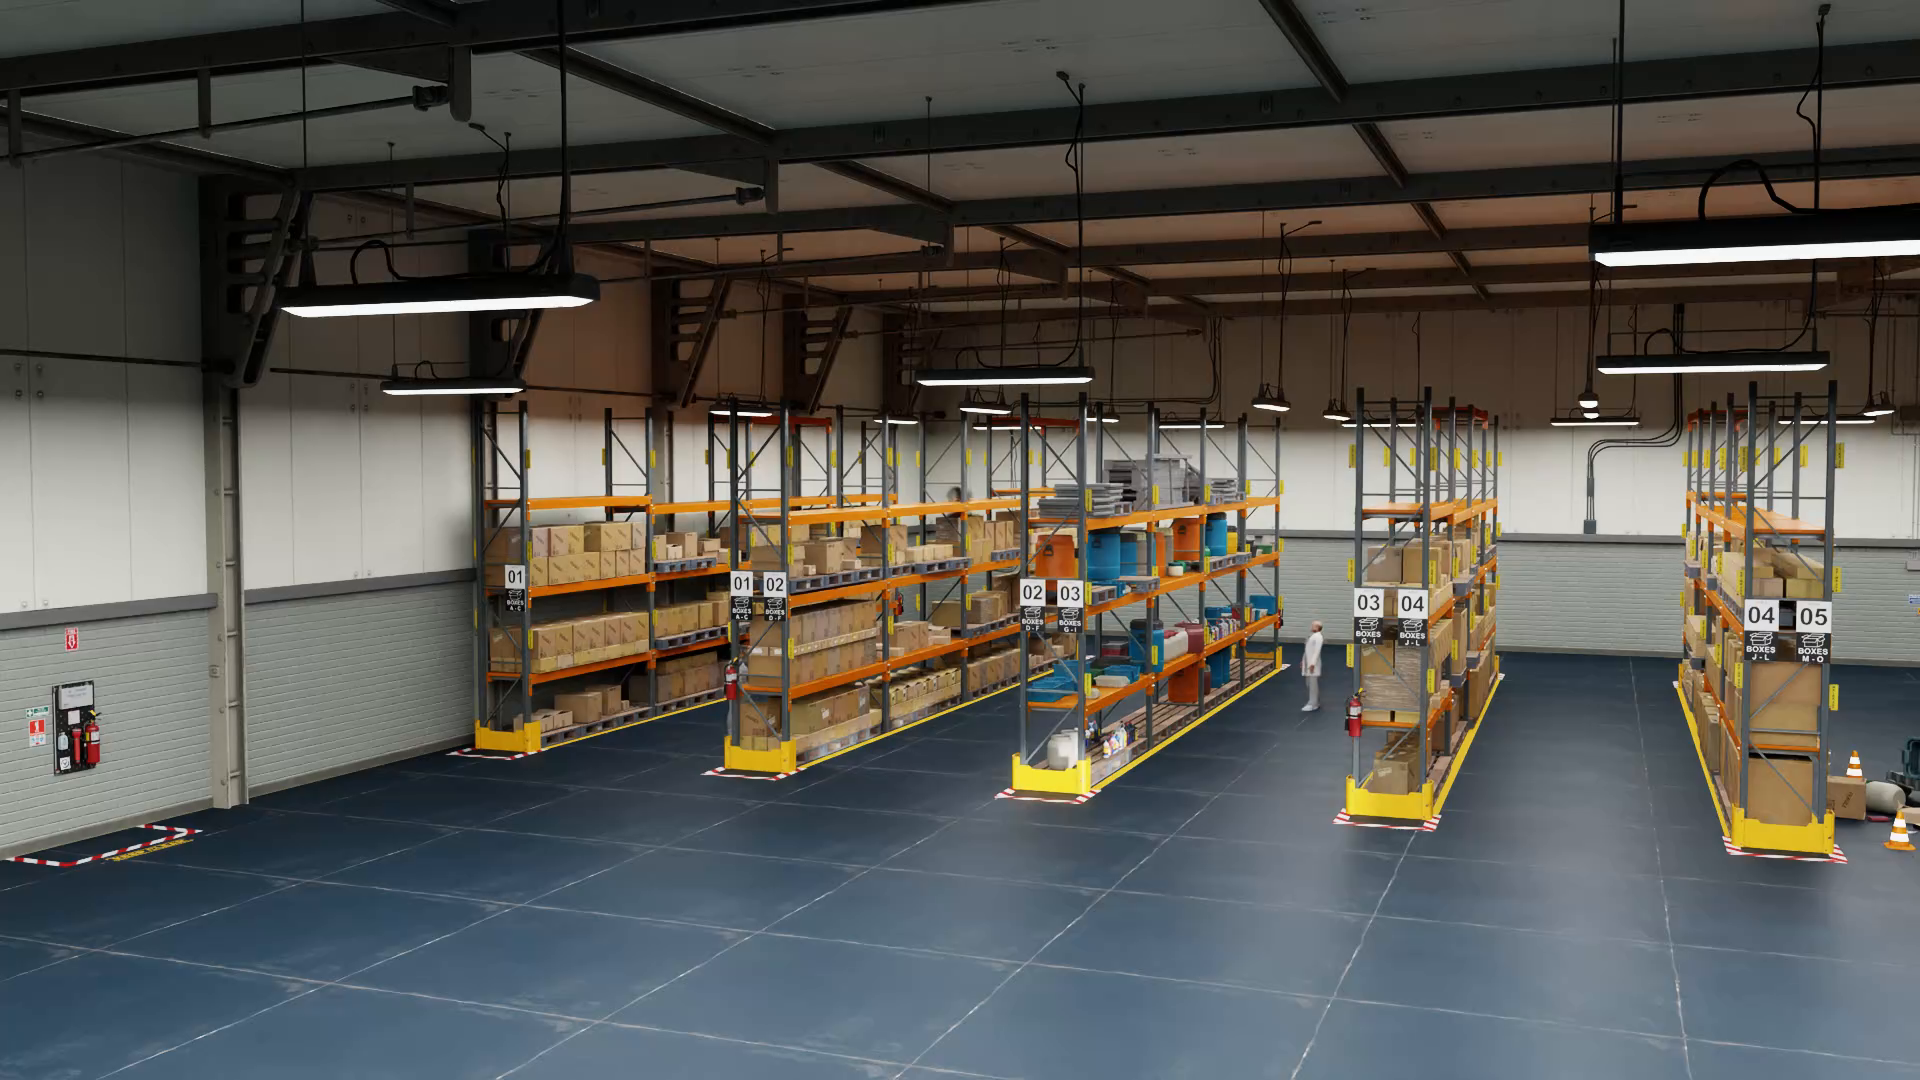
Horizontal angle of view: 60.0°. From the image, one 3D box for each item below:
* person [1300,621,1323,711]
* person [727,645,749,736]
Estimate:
[{"bbox_3d":[7.047,2.511,33.321,0.574,1.775,0.595,-1,3,-22],"label":"person"},{"bbox_3d":[-3.977,2.712,29.803,0.357,1.686,0.504,1,3,21],"label":"person"}]
